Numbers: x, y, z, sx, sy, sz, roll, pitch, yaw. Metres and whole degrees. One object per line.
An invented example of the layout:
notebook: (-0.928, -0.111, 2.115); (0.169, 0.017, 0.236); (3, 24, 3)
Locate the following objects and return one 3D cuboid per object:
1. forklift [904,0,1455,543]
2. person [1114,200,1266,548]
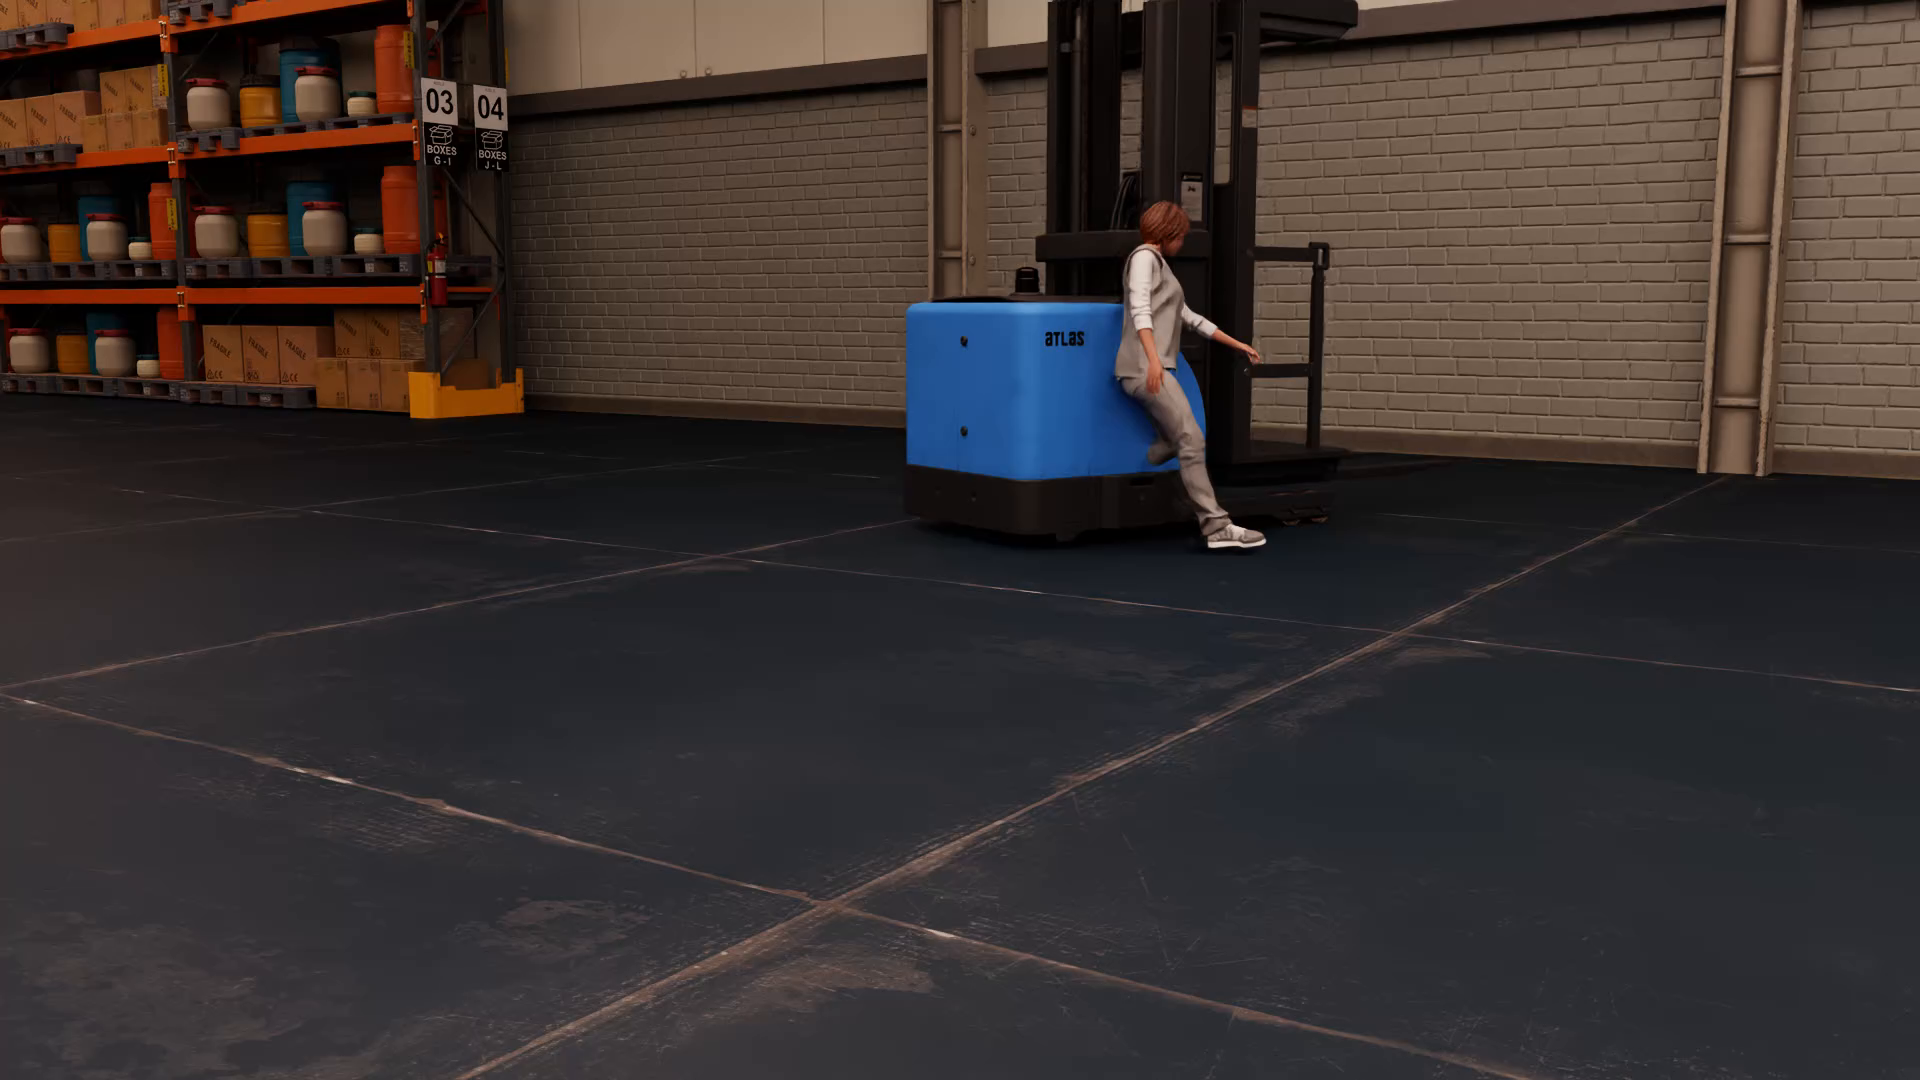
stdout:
forklift: (1.237, -1.574, 8.264); (3.031, 2.935, 1.130); (-5, 10, -33)
person: (0.961, -0.671, 7.321); (0.782, 1.368, 0.679); (1, 8, 9)
